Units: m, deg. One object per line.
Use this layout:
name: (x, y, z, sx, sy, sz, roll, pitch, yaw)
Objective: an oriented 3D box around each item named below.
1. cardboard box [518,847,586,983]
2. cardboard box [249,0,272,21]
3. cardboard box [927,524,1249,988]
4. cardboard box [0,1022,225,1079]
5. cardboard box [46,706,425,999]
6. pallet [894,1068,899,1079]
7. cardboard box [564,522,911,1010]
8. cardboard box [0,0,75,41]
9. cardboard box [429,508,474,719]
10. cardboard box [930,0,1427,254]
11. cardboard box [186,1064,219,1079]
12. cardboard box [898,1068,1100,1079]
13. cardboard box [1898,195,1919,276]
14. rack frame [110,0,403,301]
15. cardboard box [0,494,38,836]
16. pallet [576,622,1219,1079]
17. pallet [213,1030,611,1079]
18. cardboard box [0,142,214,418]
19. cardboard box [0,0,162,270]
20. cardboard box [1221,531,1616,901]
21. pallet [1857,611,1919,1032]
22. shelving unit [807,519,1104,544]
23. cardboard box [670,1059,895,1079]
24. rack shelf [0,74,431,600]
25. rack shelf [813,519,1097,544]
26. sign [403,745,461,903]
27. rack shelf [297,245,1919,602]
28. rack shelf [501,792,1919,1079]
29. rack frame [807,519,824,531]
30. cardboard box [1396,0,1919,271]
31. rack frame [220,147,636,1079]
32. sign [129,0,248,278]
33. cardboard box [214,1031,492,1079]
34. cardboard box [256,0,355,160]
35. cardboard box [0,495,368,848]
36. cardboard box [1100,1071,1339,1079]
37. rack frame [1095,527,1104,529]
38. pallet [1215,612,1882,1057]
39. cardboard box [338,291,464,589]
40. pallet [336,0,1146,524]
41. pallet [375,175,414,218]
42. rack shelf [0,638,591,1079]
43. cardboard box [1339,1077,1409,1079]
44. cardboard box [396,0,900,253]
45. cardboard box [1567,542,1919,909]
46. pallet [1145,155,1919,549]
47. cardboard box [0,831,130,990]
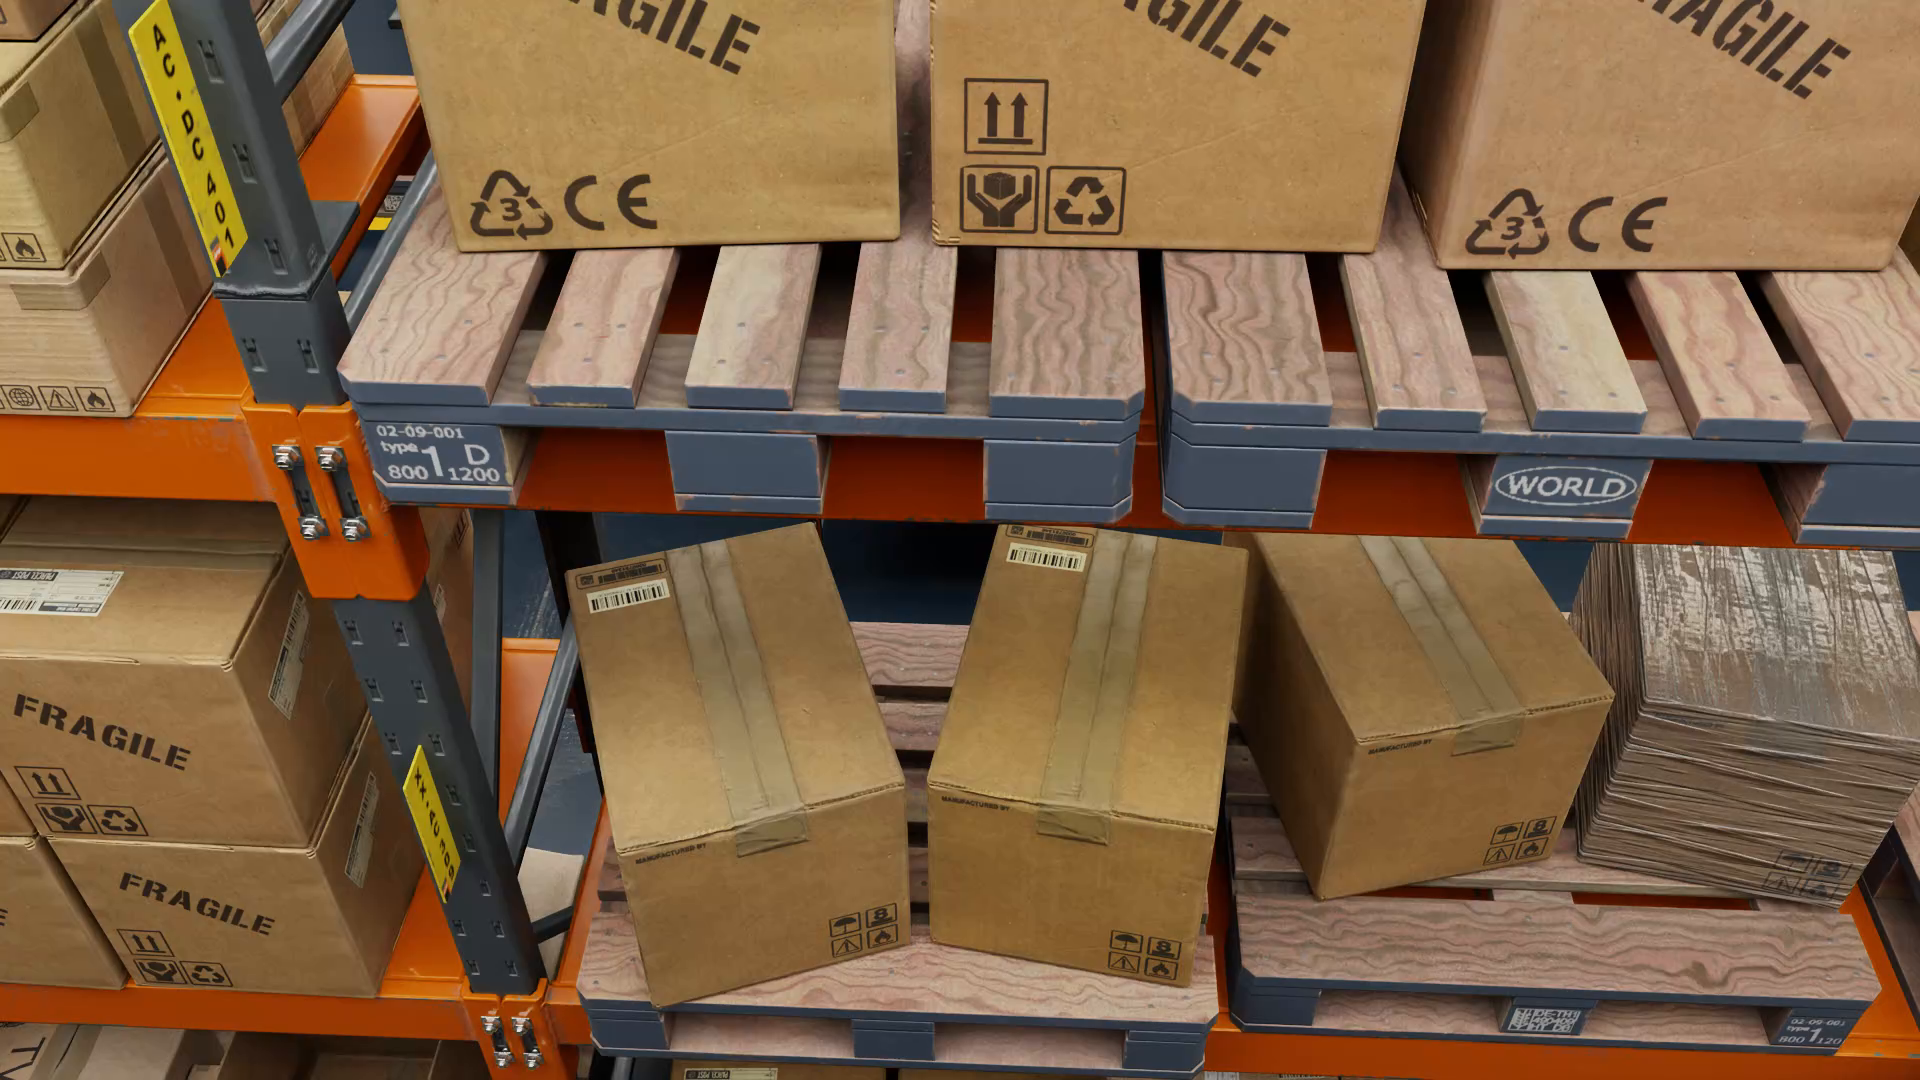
cardboard box: (-1.305, 1.104, 4.514, 0.500, 0.311, 0.500, 2, 43, 2)
cardboard box: (-1.370, -0.968, 2.631, 0.500, 0.250, 0.500, 2, 43, 2)
cardboard box: (0.257, 0.396, 3.243, 0.500, 0.500, 0.700, 8, 44, 9)
cardboard box: (-2.227, 1.417, 4.178, 0.500, 0.311, 0.500, 2, 43, 2)
cardboard box: (-1.407, 0.564, 3.370, 0.500, 0.500, 0.500, 2, 43, 3)
pallet: (-0.082, 1.461, 4.527, 1.213, 0.211, 1.003, 2, 43, 2)
cardboard box: (-0.433, 0.418, 3.219, 0.500, 0.500, 0.700, -12, 44, -12)
cardboard box: (-1.383, -1.047, 2.166, 0.500, 0.500, 0.700, 2, 43, 2)
cardboard box: (-1.393, 0.204, 3.757, 0.500, 0.500, 0.500, 3, 43, 3)
cardboard box: (0.273, -0.812, 2.266, 0.600, 0.600, 0.600, 1, 43, 1)
cardboard box: (-1.855, 1.529, 4.177, 0.250, 0.149, 0.380, 2, 43, 2)
cardboard box: (0.110, 1.385, 4.074, 0.500, 0.500, 0.500, 2, 43, 2)
cardboard box: (1.634, -0.592, 2.411, 0.500, 0.500, 0.910, 2, 43, 2)
rack frame: (-0.896, -1.754, 1.531, 0.127, 3.000, 1.000, 2, 43, 2)
cardboard box: (-1.925, 0.186, 3.043, 0.500, 0.500, 0.500, 1, 43, 1)
pallet: (-0.103, 0.611, 3.535, 1.213, 0.211, 1.003, 2, 43, 2)
pallet: (-1.582, 1.440, 4.549, 1.213, 0.211, 1.003, 2, 43, 2)
cardboard box: (-1.394, -0.435, 2.426, 0.500, 0.250, 0.500, 2, 43, 2)
cardboard box: (-1.394, -0.614, 2.251, 0.500, 0.250, 0.500, 2, 43, 2)
cardboard box: (0.872, 0.263, 3.385, 0.500, 0.500, 0.700, -8, 44, -9)
pallet: (2.420, 0.661, 3.480, 1.003, 0.211, 1.213, 2, 43, 2)
shelving unit: (-0.007, -0.412, 5.867, 1.048, 1.125, 0.538, 2, 43, 2)
cardboard box: (-0.424, 1.376, 4.084, 0.500, 0.500, 0.500, 0, 43, 0)
rack shelf: (-2.894, -0.454, 2.864, 4.000, 0.370, 1.077, 2, 43, 2)
rack shelf: (-0.007, -0.233, 6.033, 1.000, 0.278, 0.538, 2, 43, 2)
sign: (-0.913, 0.494, 2.884, 0.005, 0.325, 0.100, 2, 43, 2)
rack shelf: (1.102, -0.331, 2.732, 4.000, 0.370, 1.077, 2, 43, 2)
rack shelf: (1.102, 0.766, 3.755, 4.000, 0.370, 1.077, 2, 43, 2)
rack frame: (-0.515, -0.427, 5.884, 0.032, 1.125, 0.500, 2, 43, 2)
cardboard box: (0.937, -0.778, 2.229, 0.600, 0.600, 0.600, 0, 43, 0)
rack frame: (-0.896, 0.441, 3.575, 0.127, 3.000, 1.000, 2, 43, 2)
sign: (-0.913, -0.476, 1.980, 0.005, 0.325, 0.100, 2, 43, 2)
cardboard box: (-1.478, 1.371, 4.089, 0.500, 0.500, 0.500, 2, 43, 2)
cardboard box: (-1.371, -0.785, 2.801, 0.500, 0.250, 0.500, 2, 43, 2)
cardboard box: (-1.413, 0.200, 3.028, 0.500, 0.500, 0.500, 2, 43, 2)
cardboard box: (0.575, 1.132, 3.795, 0.500, 0.250, 0.500, 2, 43, 2)
rack frame: (0.501, -0.396, 5.850, 0.032, 1.125, 0.500, 2, 43, 2)
pallet: (1.157, 0.578, 3.570, 1.213, 0.211, 1.003, 2, 43, 2)
cardboard box: (-1.354, -0.167, 3.422, 0.500, 0.500, 0.500, 3, 43, 3)
pallet: (-0.248, -0.519, 2.544, 1.003, 0.211, 1.213, 2, 43, 2)
pallet: (-2.627, -1.943, 8.181, 1.213, 0.211, 1.003, 2, 43, 2)
rack shelf: (-2.894, 0.643, 3.887, 4.000, 0.370, 1.077, 2, 43, 2)
cardboard box: (1.076, 1.147, 3.779, 0.500, 0.250, 0.500, 1, 43, 1)
cardboard box: (-0.396, -0.817, 2.271, 0.600, 0.600, 0.600, -2, 43, -2)
cardboard box: (1.561, 0.273, 3.375, 0.500, 0.500, 0.700, 9, 44, 10)
pallet: (0.789, -0.490, 2.512, 1.003, 0.211, 1.213, 2, 43, 2)
cardboard box: (-1.922, 0.549, 3.386, 0.500, 0.500, 0.500, 3, 43, 3)
